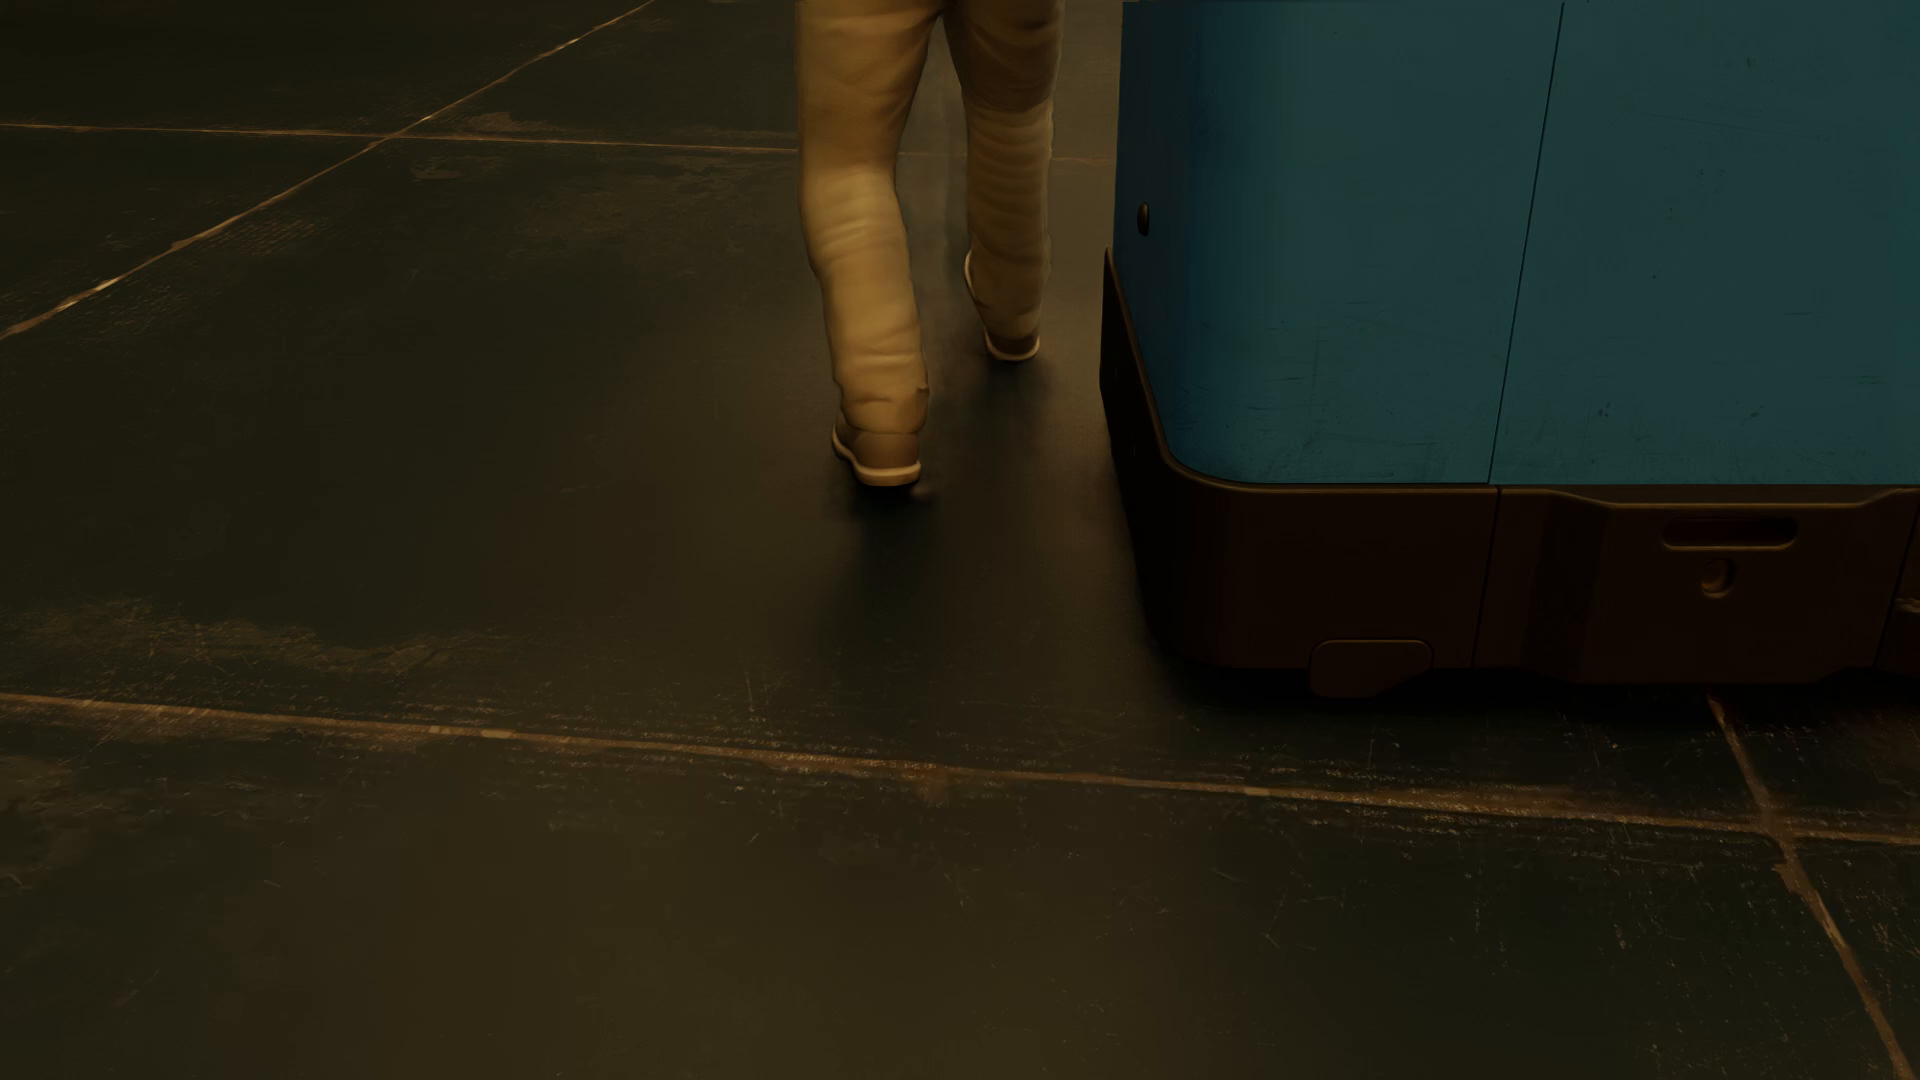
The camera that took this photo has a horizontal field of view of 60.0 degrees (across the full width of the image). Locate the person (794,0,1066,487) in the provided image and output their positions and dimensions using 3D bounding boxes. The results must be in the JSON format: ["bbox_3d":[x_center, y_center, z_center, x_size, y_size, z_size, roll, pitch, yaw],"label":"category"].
[{"bbox_3d":[-0.001,-1.006,2.663,0.693,1.681,0.881,-6,27,-11],"label":"person"}]

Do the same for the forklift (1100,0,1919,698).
[{"bbox_3d":[1.757,-1.325,1.872,3.031,2.935,1.130,0,27,0],"label":"forklift"}]
